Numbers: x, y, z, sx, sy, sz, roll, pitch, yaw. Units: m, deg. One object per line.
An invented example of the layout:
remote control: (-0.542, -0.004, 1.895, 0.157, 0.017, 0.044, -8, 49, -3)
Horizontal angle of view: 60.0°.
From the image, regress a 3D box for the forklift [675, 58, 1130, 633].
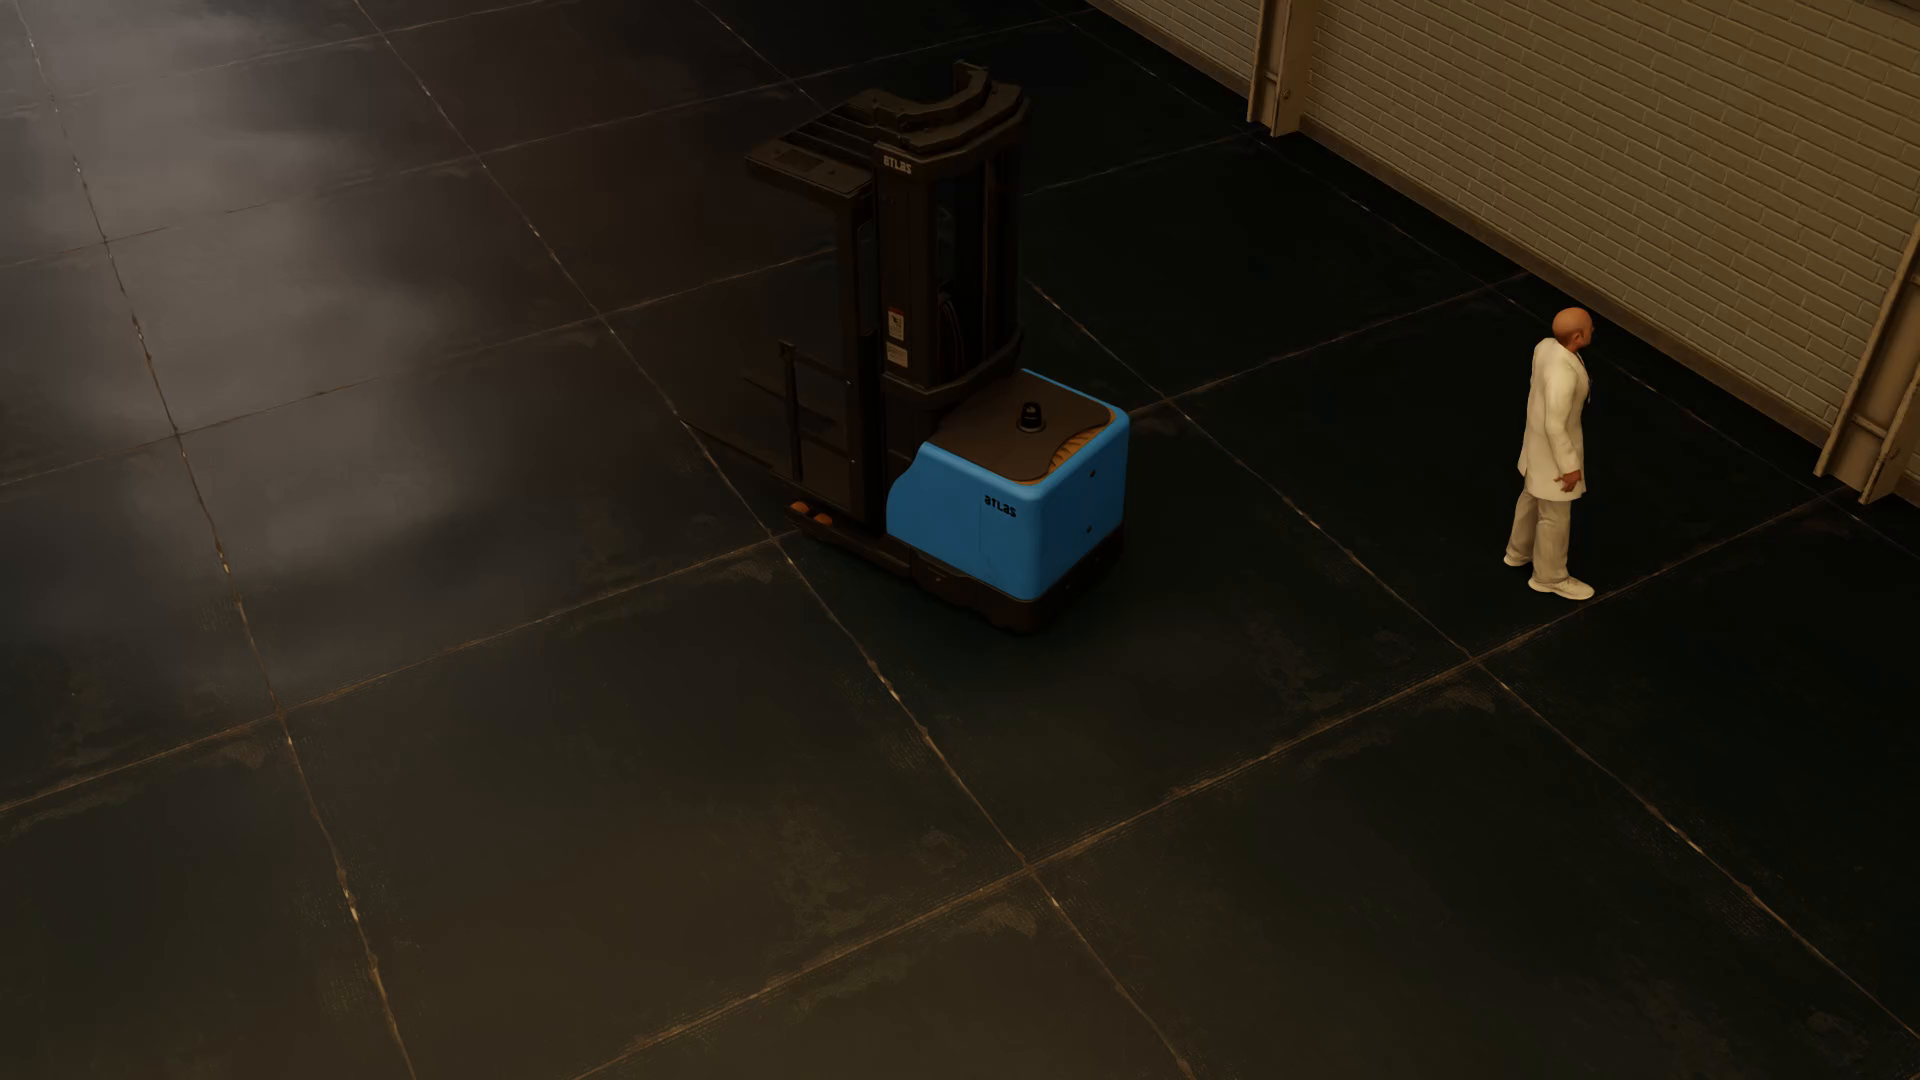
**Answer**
forklift: (-0.481, -1.366, 9.683, 3.031, 2.935, 1.130, 26, 46, 28)

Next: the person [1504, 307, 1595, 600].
person: (3.508, -0.534, 9.574, 0.580, 1.776, 0.694, 4, 40, 4)
